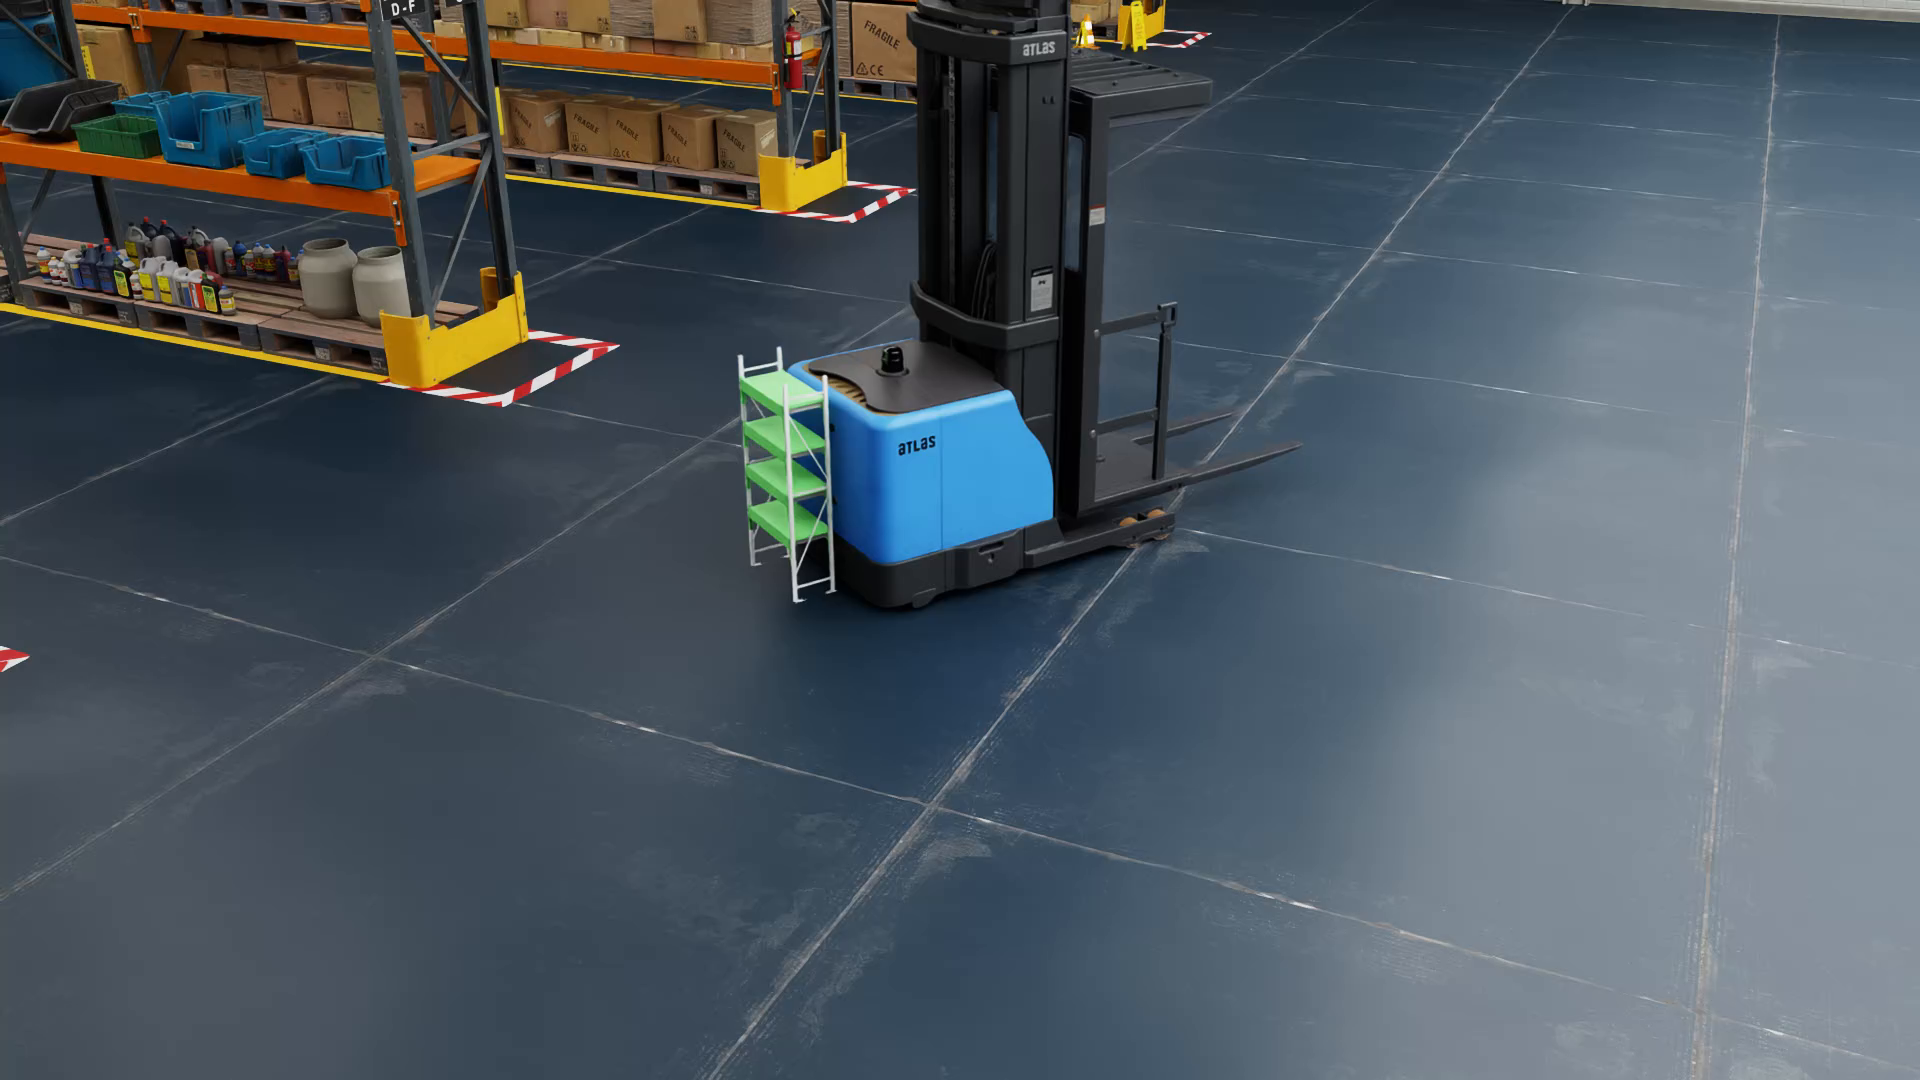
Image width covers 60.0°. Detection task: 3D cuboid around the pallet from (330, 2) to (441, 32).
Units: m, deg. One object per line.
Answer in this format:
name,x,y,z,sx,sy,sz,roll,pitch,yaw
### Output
pallet,-5.693,-5.476,17.194,1.213,0.211,1.003,11,28,22

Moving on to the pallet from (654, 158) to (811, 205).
pallet,-2.211,-3.558,16.238,1.213,0.211,1.003,11,28,22

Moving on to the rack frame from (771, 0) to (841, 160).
rack frame,-1.417,-4.633,15.264,0.127,3.000,1.000,11,28,22

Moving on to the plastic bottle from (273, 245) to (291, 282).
plastic bottle,-5.187,-2.125,12.748,0.133,0.283,0.061,12,29,23

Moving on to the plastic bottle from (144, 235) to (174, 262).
plastic bottle,-6.266,-2.247,13.003,0.135,0.276,0.152,11,28,22

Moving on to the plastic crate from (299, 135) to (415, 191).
plastic crate,-4.046,-2.546,11.193,0.616,0.251,0.499,11,28,22

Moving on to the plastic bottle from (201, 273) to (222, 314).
plastic bottle,-5.434,-1.794,12.074,0.133,0.283,0.061,12,29,23

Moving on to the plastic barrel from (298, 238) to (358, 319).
plastic barrel,-4.554,-1.895,12.044,0.421,0.512,0.421,0,26,0

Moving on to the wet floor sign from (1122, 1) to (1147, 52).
wet floor sign,2.416,-7.096,22.933,0.232,0.644,0.267,23,35,39

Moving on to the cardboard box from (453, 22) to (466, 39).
cardboard box,-4.764,-5.040,16.376,0.250,0.149,0.380,11,28,22

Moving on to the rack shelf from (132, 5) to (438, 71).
rack shelf,-6.878,-5.407,17.651,4.000,0.370,1.077,11,28,22

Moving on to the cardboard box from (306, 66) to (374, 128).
cardboard box,-6.544,-4.758,17.850,0.500,0.500,0.700,9,28,17

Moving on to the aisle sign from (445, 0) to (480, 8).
aisle sign,-3.280,-3.912,10.857,0.004,0.787,0.394,11,28,22

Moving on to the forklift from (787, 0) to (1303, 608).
forklift,0.594,-1.448,8.873,3.031,2.935,1.130,-16,30,-29

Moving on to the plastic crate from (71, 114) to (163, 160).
plastic crate,-5.989,-2.916,12.016,0.662,0.188,0.450,11,28,22

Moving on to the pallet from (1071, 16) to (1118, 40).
pallet,1.892,-7.543,24.332,1.213,0.211,1.003,11,28,22

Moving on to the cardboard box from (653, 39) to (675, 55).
cardboard box,-2.669,-4.674,15.633,0.250,0.149,0.380,11,28,22

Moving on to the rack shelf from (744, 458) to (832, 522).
rack shelf,-0.890,-0.276,8.596,0.258,0.148,0.480,-16,30,-29

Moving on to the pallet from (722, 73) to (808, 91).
pallet,-2.253,-5.918,21.032,1.213,0.211,1.003,11,28,22

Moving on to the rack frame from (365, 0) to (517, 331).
rack frame,-3.467,-2.641,11.219,0.127,3.000,1.000,11,28,22

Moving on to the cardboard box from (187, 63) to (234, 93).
cardboard box,-8.081,-5.057,18.457,0.500,0.500,0.700,10,28,19

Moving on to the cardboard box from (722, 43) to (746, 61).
cardboard box,-1.989,-4.535,15.350,0.250,0.149,0.380,11,28,22

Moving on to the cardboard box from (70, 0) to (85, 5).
cardboard box,-9.702,-6.224,18.383,0.500,0.500,0.500,11,28,21

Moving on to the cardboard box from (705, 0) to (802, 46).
cardboard box,-1.906,-4.923,15.403,0.500,0.500,0.875,11,28,22

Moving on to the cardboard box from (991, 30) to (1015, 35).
cardboard box,0.084,-5.941,19.851,0.875,0.875,0.875,12,28,22

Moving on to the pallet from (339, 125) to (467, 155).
pallet,-5.767,-4.255,17.653,1.213,0.211,1.003,11,28,22

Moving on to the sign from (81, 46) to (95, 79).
sign,-6.870,-3.716,13.088,0.005,0.325,0.100,11,28,22

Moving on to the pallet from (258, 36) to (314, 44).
pallet,-9.486,-7.410,24.061,1.213,0.211,1.003,11,28,22

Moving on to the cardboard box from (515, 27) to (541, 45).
cardboard box,-4.083,-4.901,16.094,0.250,0.149,0.380,11,28,22

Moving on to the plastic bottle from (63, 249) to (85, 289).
plastic bottle,-6.694,-2.065,12.635,0.135,0.276,0.152,12,29,24

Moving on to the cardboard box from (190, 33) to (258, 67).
cardboard box,-8.077,-5.397,18.300,0.500,0.250,0.500,13,29,24

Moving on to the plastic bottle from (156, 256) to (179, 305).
plastic bottle,-5.817,-1.921,12.256,0.185,0.351,0.144,13,29,24

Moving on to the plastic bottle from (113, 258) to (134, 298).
plastic bottle,-6.240,-1.955,12.403,0.133,0.283,0.061,13,29,24

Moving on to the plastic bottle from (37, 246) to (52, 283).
plastic bottle,-6.999,-2.111,12.733,0.097,0.271,0.097,0,26,0

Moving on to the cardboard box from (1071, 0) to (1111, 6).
cardboard box,1.848,-7.950,23.791,0.500,0.500,0.500,12,28,22

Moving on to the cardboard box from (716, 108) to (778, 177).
cardboard box,-1.978,-3.821,15.969,0.500,0.500,0.500,17,31,31

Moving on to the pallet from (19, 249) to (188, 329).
pallet,-6.514,-1.982,13.037,1.213,0.211,1.003,11,28,22

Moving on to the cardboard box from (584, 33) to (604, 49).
cardboard box,-3.369,-4.795,15.877,0.250,0.149,0.380,11,28,22

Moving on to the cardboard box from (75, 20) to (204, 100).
cardboard box,-9.319,-5.465,18.885,0.875,0.875,1.225,10,28,19

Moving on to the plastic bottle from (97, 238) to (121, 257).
plastic bottle,-6.485,-2.125,12.671,0.185,0.351,0.144,11,28,22

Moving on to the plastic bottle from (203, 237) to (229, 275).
plastic bottle,-5.787,-2.221,12.950,0.135,0.276,0.152,12,29,23

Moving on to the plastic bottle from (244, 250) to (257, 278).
plastic bottle,-5.481,-2.139,12.869,0.097,0.201,0.097,0,26,0

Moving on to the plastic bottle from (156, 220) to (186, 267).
plastic bottle,-6.228,-2.345,13.117,0.185,0.351,0.144,10,28,19

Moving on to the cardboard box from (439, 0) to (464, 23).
cardboard box,-4.674,-5.435,16.444,0.500,0.500,0.875,11,28,22

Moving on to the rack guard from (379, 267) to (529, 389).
rack guard,-3.555,-1.515,11.761,0.348,0.500,1.175,11,28,22

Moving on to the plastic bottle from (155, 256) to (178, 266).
plastic bottle,-5.948,-1.985,12.472,0.135,0.276,0.152,11,28,22

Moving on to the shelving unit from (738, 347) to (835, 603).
shelving unit,-0.890,-0.333,8.568,0.258,1.200,0.503,-16,30,-29

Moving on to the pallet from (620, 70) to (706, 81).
pallet,-3.646,-6.200,21.603,1.213,0.211,1.003,11,28,22

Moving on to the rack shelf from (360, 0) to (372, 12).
rack shelf,-5.287,-4.030,11.458,4.000,0.370,1.077,11,28,22

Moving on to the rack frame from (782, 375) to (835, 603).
rack frame,-0.758,-0.243,8.384,0.240,1.200,0.015,-16,30,-29

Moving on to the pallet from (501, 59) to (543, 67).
pallet,-5.867,-6.646,22.510,1.213,0.211,1.003,11,28,22

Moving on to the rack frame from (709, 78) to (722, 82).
rack frame,-2.913,-7.340,20.762,0.127,3.000,1.000,11,28,22

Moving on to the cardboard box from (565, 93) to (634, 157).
cardboard box,-3.588,-4.158,16.654,0.500,0.500,0.500,9,28,17

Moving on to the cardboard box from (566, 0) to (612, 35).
cardboard box,-3.298,-5.171,15.907,0.500,0.500,0.875,11,28,22
